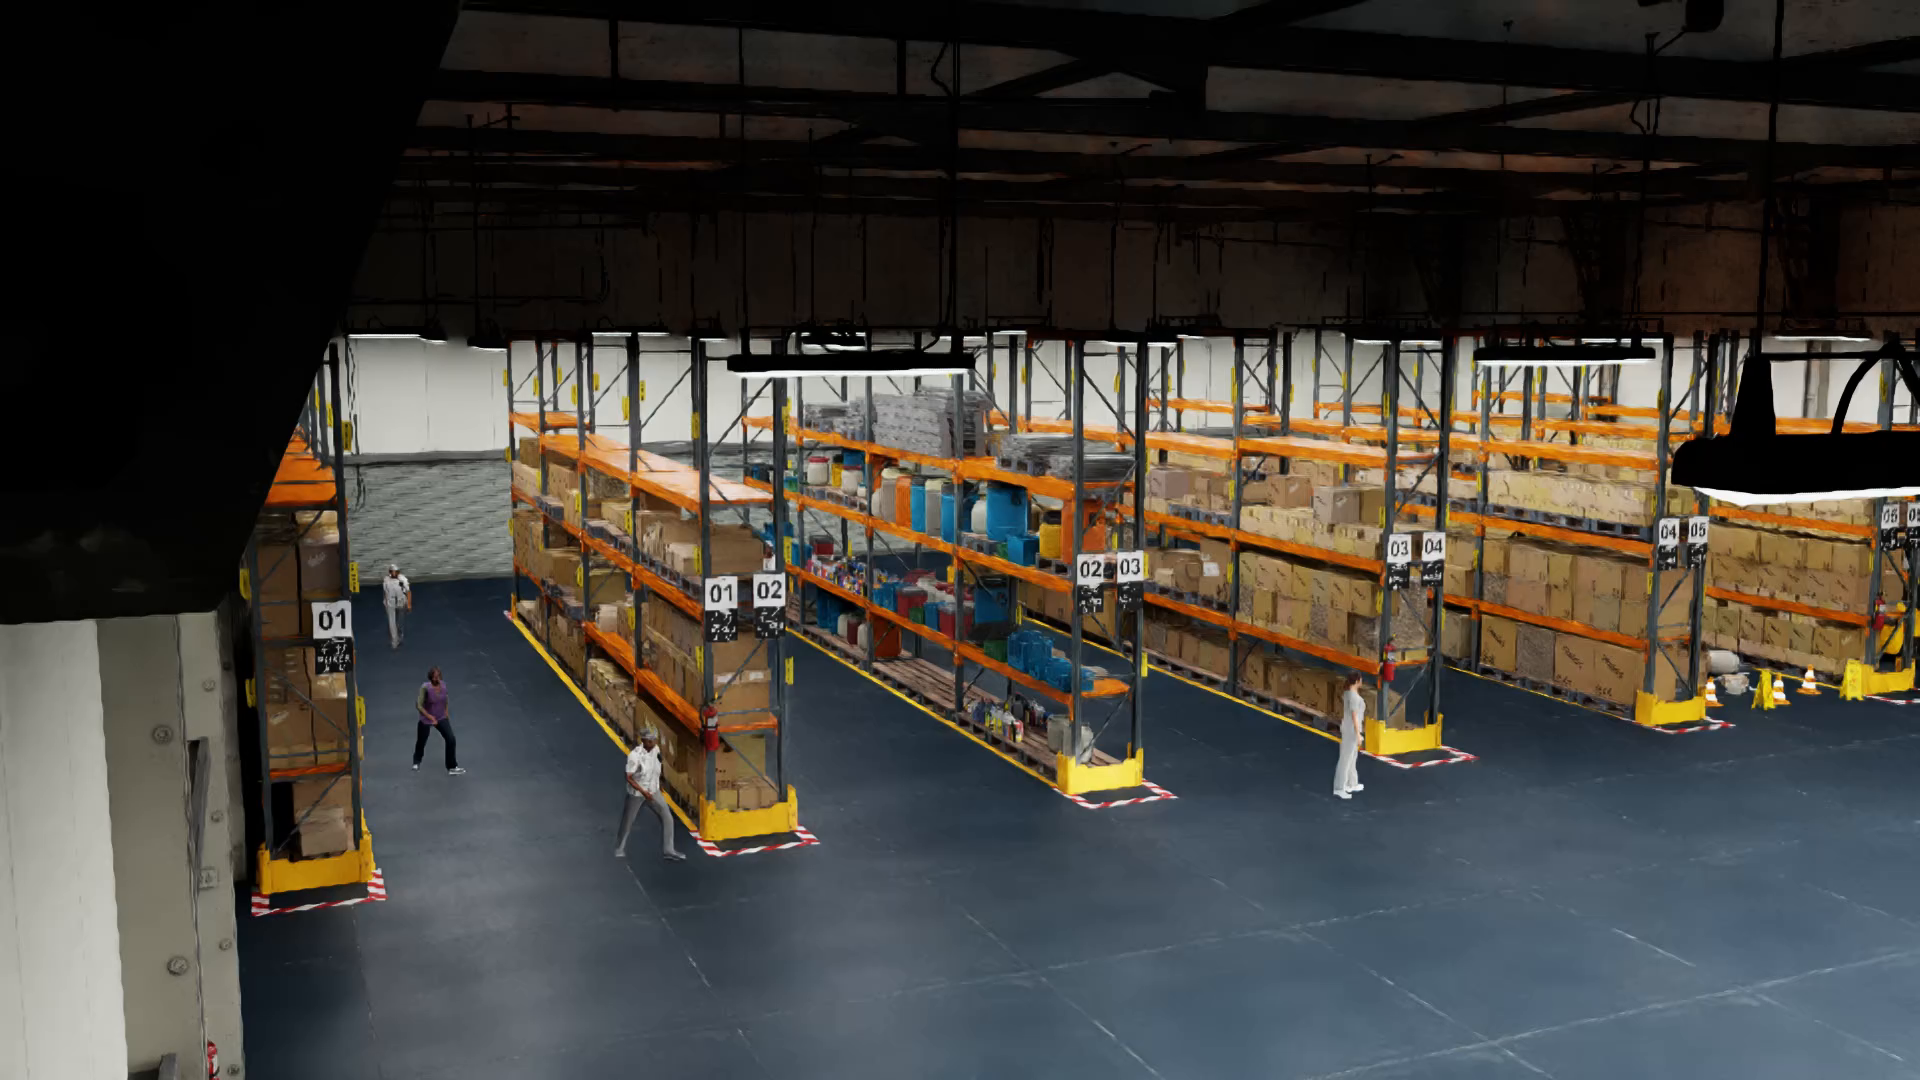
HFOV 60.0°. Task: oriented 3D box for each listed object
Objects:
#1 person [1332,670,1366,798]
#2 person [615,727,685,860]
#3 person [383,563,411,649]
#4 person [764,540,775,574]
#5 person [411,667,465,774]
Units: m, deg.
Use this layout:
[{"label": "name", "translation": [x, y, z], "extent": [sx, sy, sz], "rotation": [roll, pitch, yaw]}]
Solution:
[{"label": "person", "translation": [5.153, 2.532, 21.896], "extent": [0.479, 1.673, 0.580], "rotation": [1, 8, 4]}, {"label": "person", "translation": [-3.656, 2.911, 19.316], "extent": [0.621, 1.606, 0.828], "rotation": [-6, 10, -40]}, {"label": "person", "translation": [-10.714, 1.229, 31.680], "extent": [0.493, 1.606, 1.001], "rotation": [-3, 9, -24]}, {"label": "person", "translation": [-3.857, 0.875, 33.771], "extent": [0.634, 1.758, 0.689], "rotation": [1, 8, 10]}, {"label": "person", "translation": [-7.241, 2.463, 22.872], "extent": [0.562, 1.527, 0.782], "rotation": [-7, 10, -40]}]
